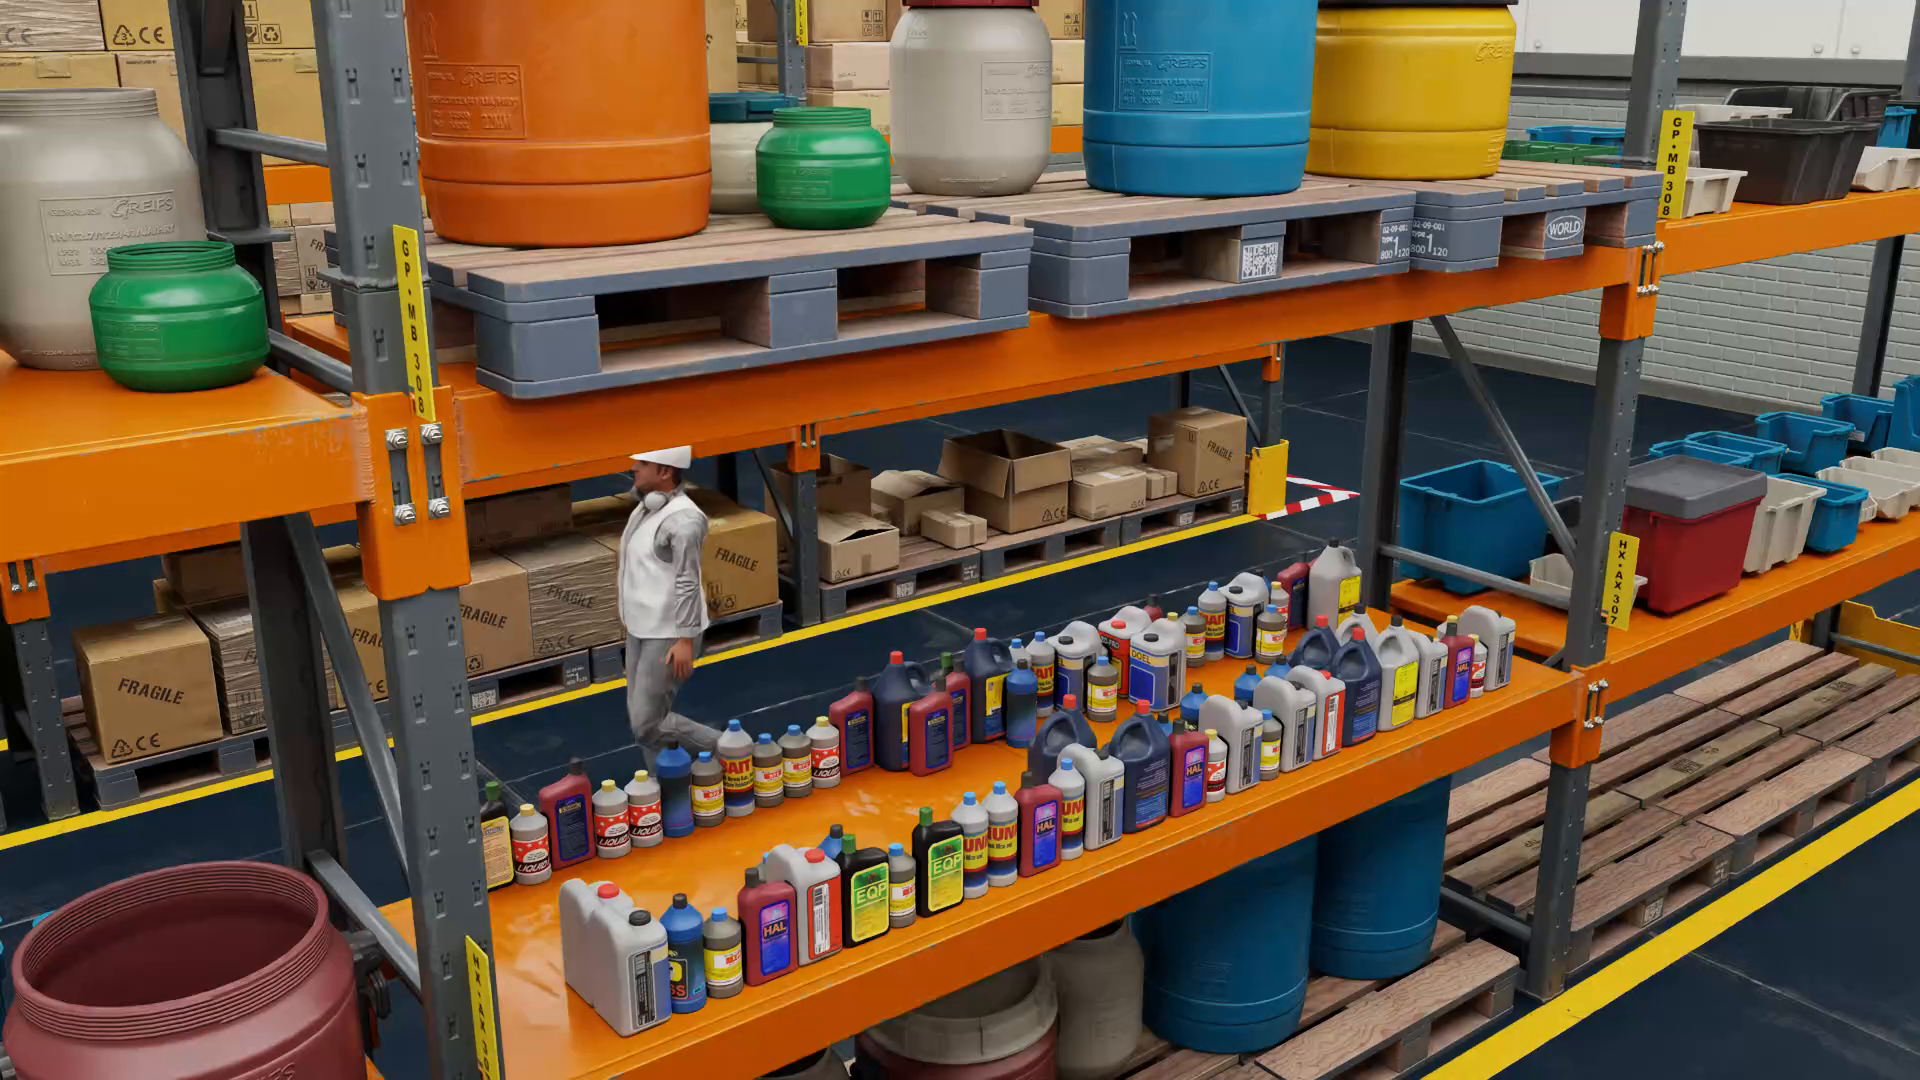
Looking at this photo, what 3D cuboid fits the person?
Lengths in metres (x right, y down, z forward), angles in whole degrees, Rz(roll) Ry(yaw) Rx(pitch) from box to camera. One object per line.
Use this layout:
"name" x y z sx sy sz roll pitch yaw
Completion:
"person" -1.278 0.453 7.280 0.470 1.474 0.453 -9 20 -27
